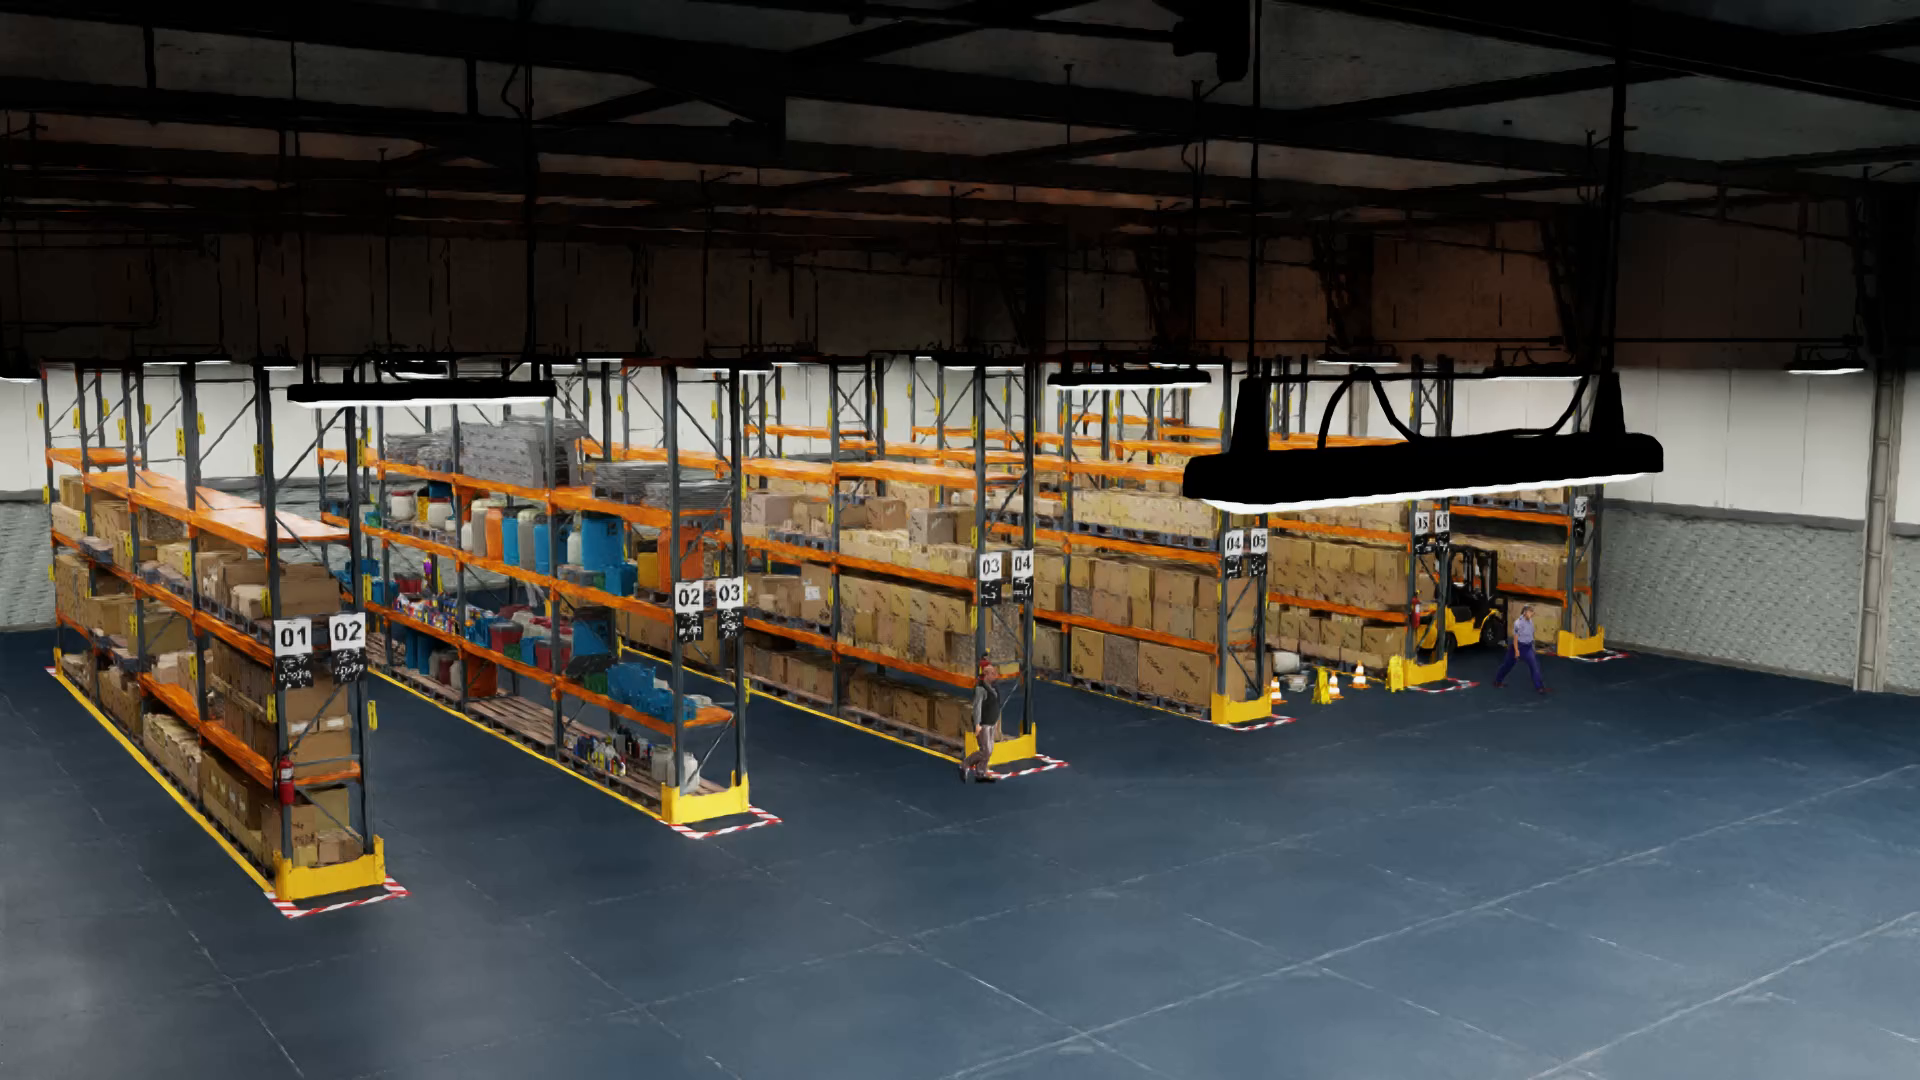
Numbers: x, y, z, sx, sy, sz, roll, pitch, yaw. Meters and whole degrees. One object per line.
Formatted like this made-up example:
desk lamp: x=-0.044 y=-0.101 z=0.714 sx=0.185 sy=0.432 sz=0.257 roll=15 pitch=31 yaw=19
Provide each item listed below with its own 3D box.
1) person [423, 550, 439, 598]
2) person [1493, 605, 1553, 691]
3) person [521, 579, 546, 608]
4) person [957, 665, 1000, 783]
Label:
person: x=-11.822 y=1.012 z=36.954 sx=0.465 sy=1.761 sz=0.722 roll=-1 pitch=7 yaw=-11
person: x=10.162 y=1.938 z=30.048 sx=0.479 sy=1.567 sz=1.090 roll=-5 pitch=8 yaw=-34
person: x=-10.098 y=0.724 z=39.309 sx=0.762 sy=1.771 sz=0.518 roll=3 pitch=7 yaw=21
person: x=0.276 y=2.631 z=23.752 sx=0.528 sy=1.708 sz=0.643 roll=3 pitch=8 yaw=26
